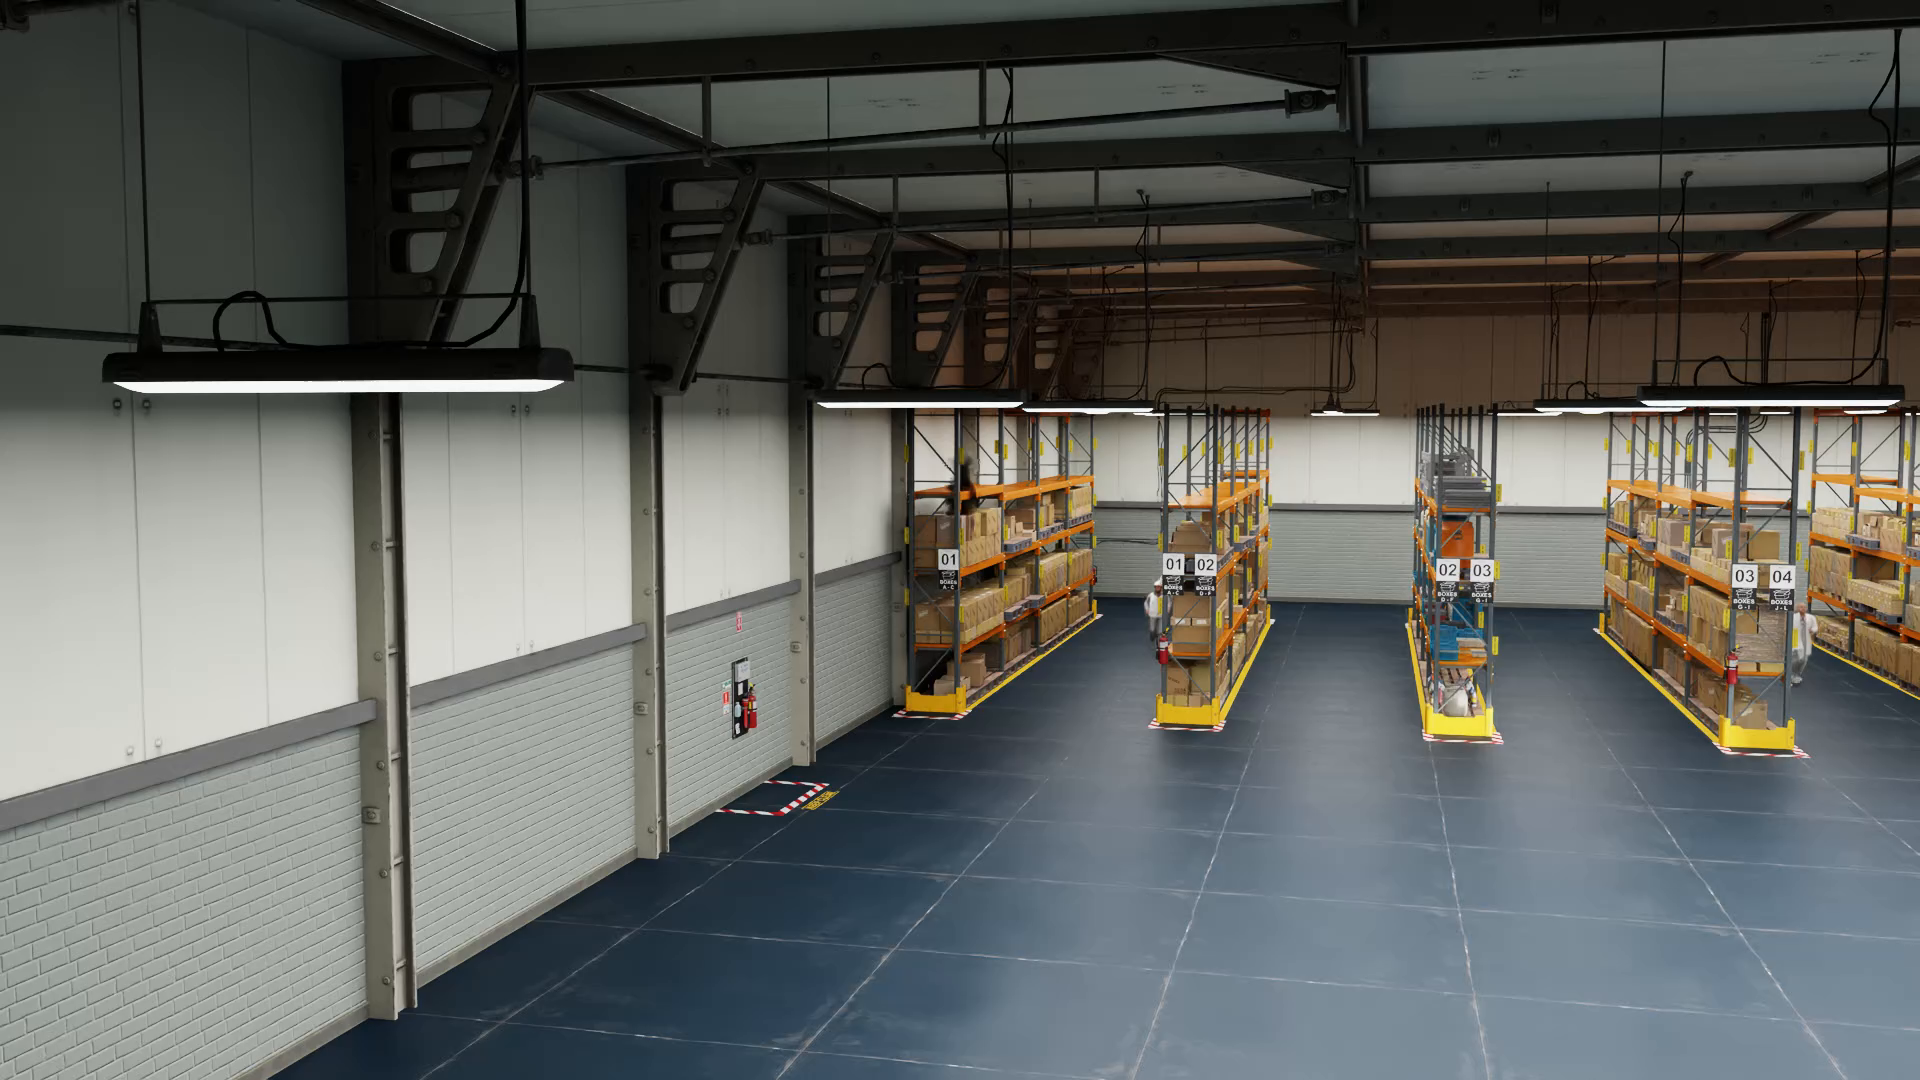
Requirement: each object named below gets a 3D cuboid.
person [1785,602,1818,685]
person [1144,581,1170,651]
[{"bbox_3d":[18.116,2.239,35.811,0.661,1.778,0.766,0,4,1],"label":"person"},{"bbox_3d":[4.827,1.870,40.753,0.638,1.731,0.649,1,4,9],"label":"person"}]
